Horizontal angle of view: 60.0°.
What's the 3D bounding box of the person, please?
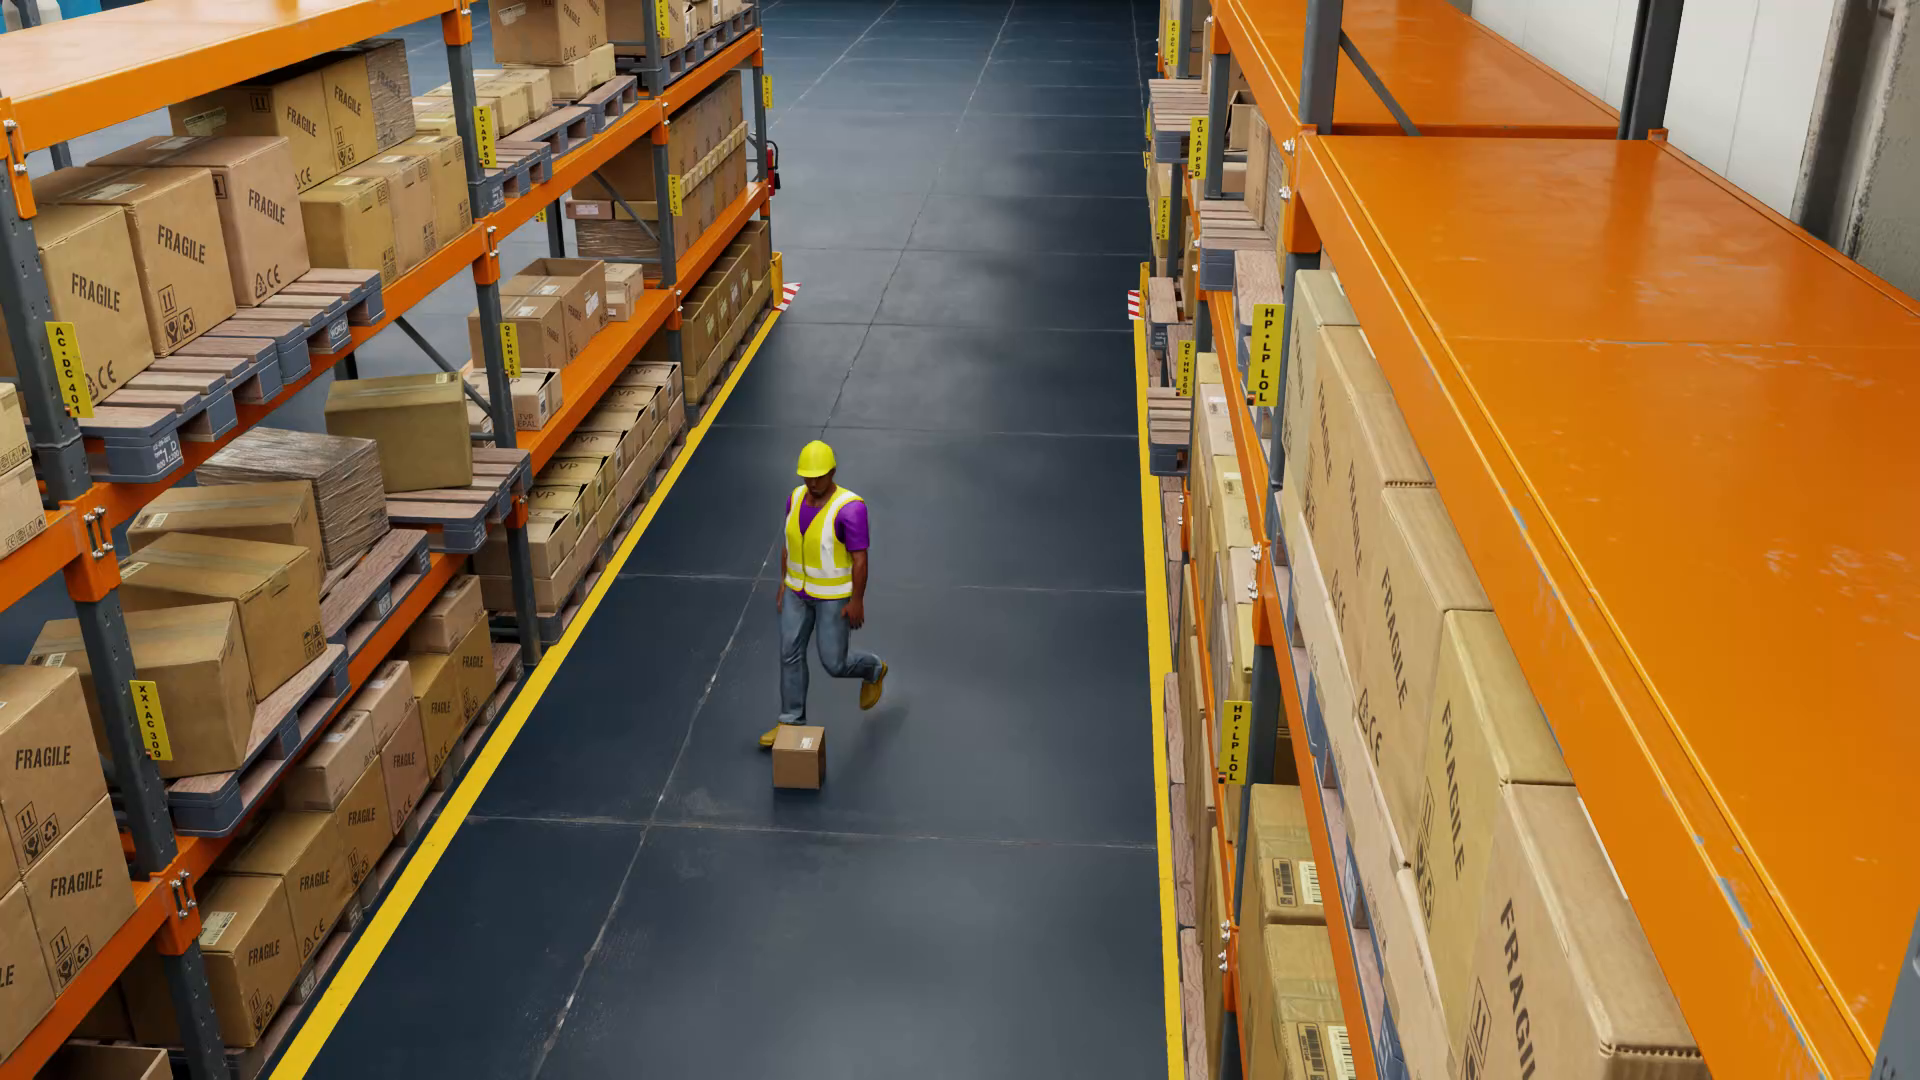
[{"bbox_3d":[-0.811,0.297,9.354,0.598,1.738,0.840,16,29,31],"label":"person"}]
